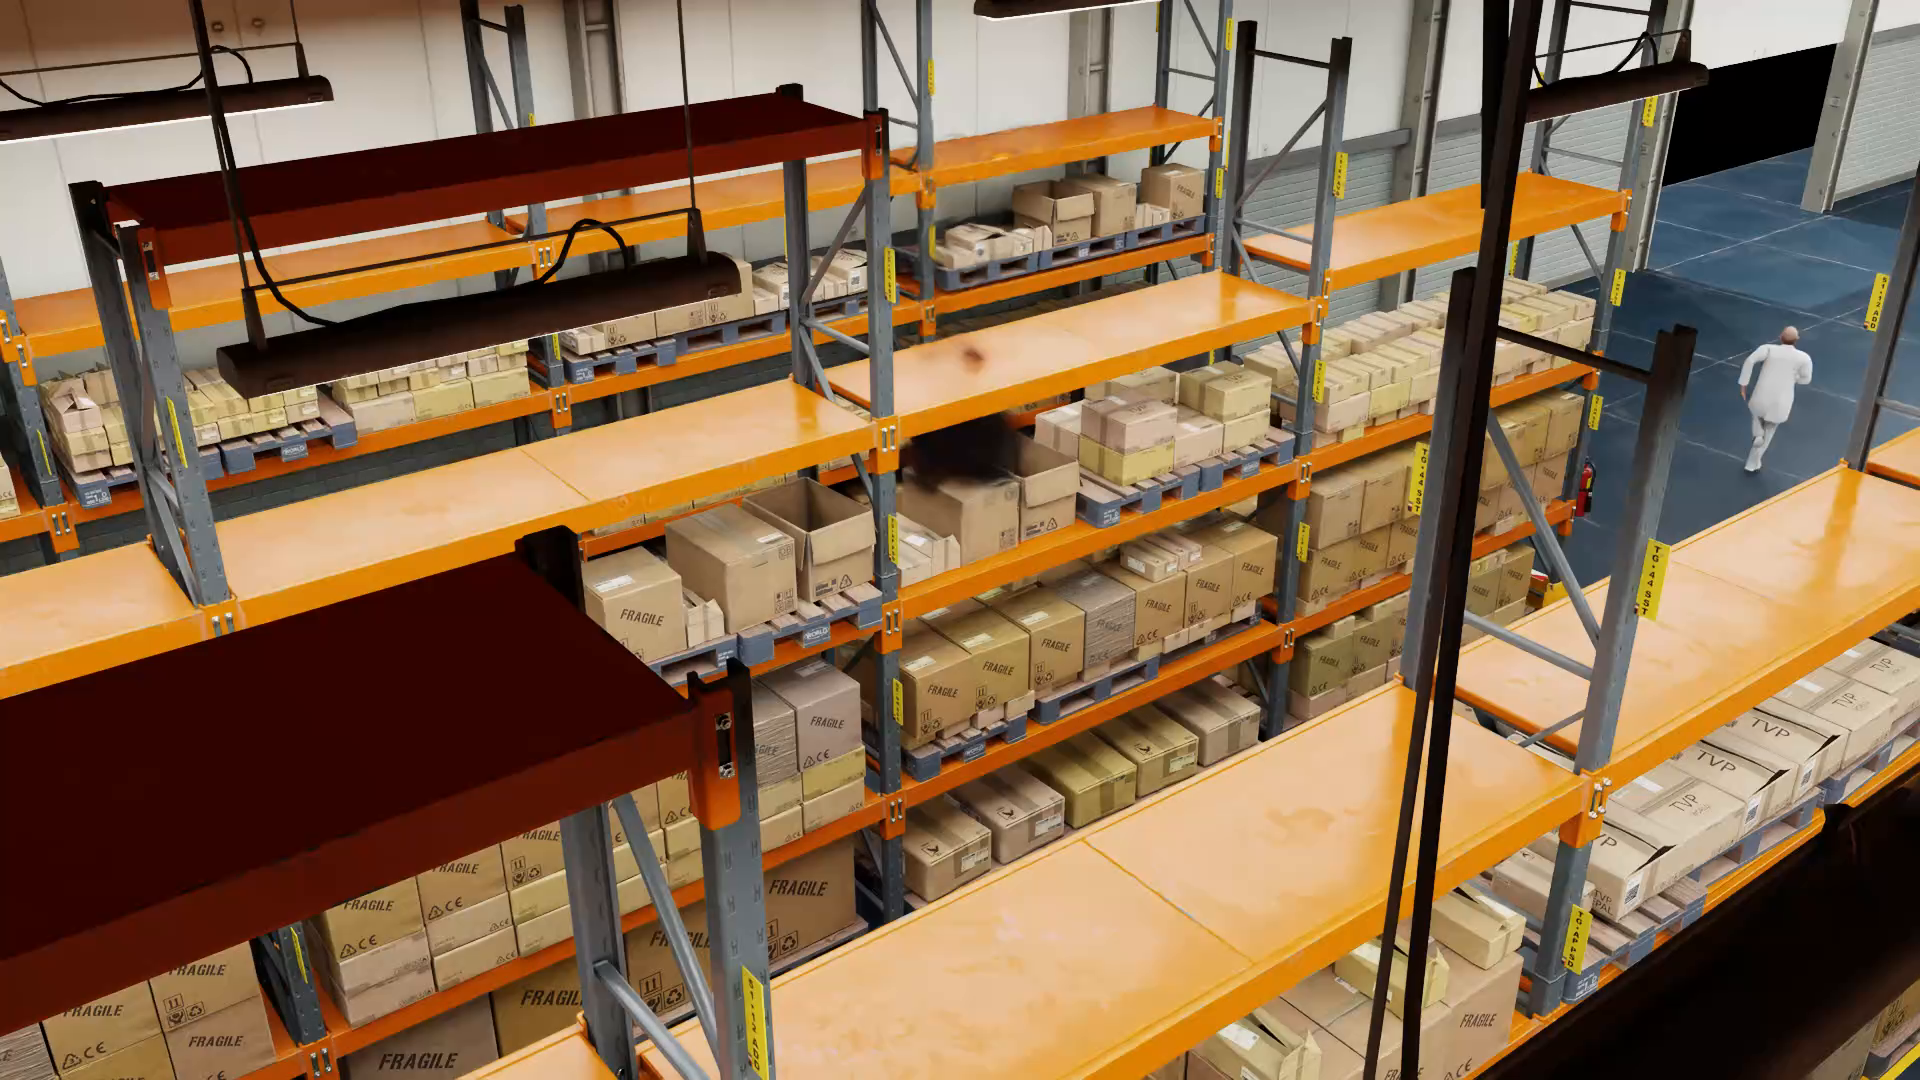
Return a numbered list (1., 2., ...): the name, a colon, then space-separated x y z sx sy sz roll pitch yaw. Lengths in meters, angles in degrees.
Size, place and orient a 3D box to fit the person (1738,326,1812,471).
1. person: 9.546 -1.689 19.590 0.761 1.728 0.724 12 28 22
